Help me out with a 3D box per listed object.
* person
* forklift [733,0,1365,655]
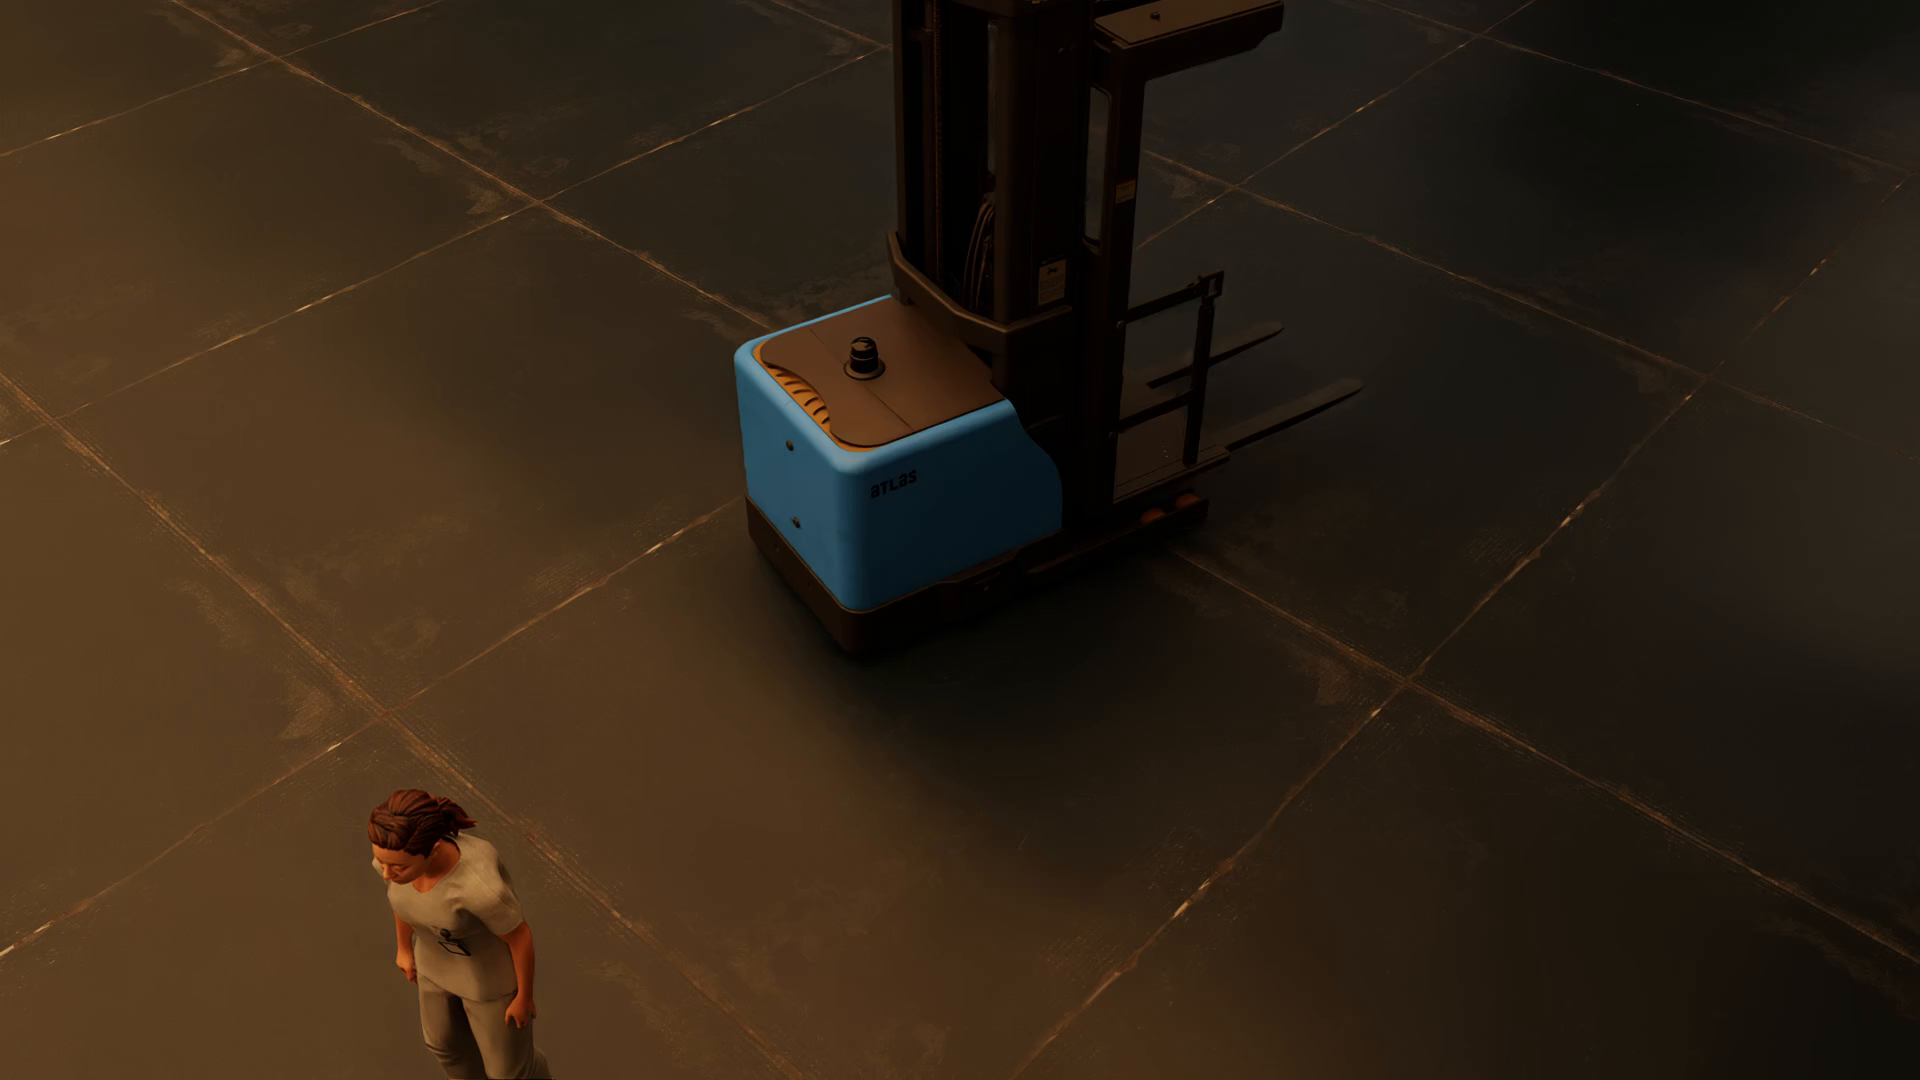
[{"bbox_3d":[-1.455,1.281,4.904,0.489,1.672,0.363,18,44,19],"label":"person"},{"bbox_3d":[0.550,-1.365,7.019,3.031,2.935,1.130,-23,45,-24],"label":"forklift"}]
